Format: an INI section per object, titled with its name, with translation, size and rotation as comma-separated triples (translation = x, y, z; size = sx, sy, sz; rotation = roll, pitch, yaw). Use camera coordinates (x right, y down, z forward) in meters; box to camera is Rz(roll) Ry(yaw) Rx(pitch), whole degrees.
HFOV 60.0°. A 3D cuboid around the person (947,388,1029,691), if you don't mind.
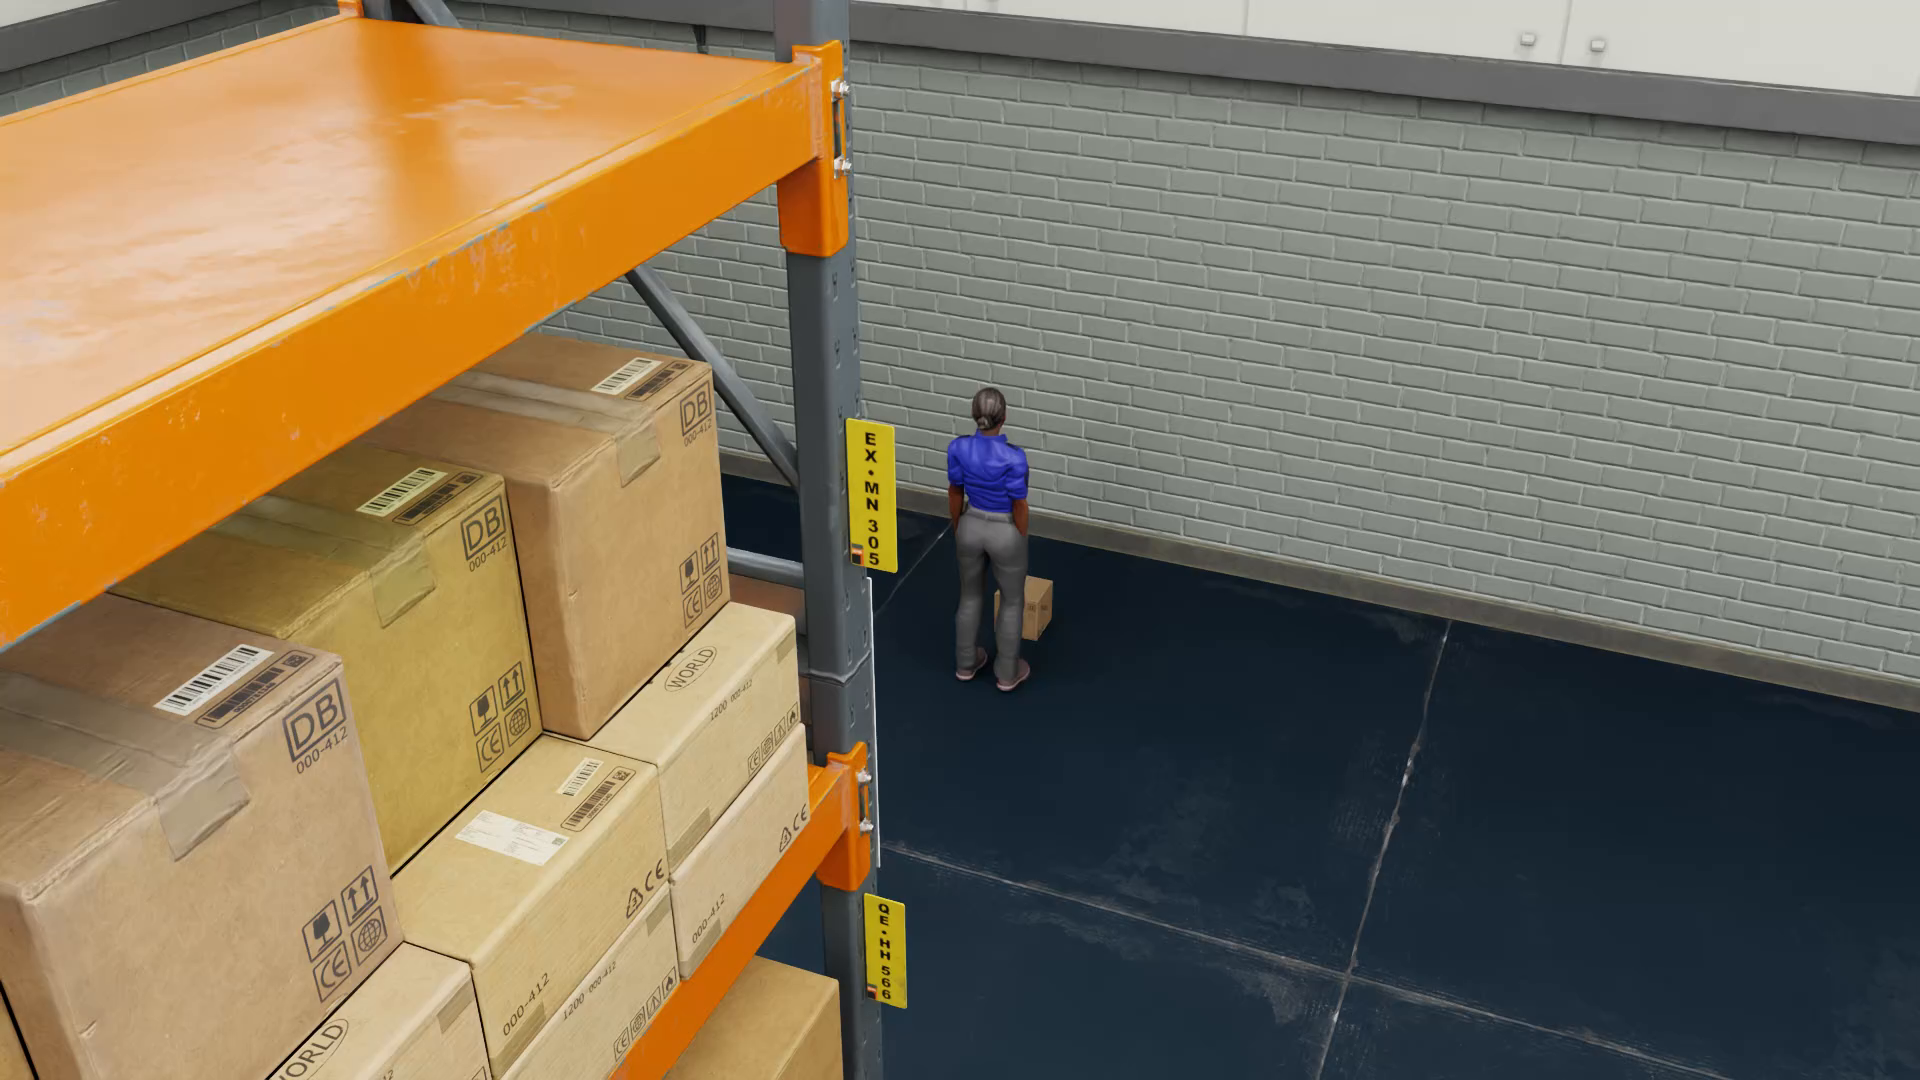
[person]
translation = 0.147, -0.011, 8.424
size = 0.437, 1.660, 0.298
rotation = 12, 32, 20
